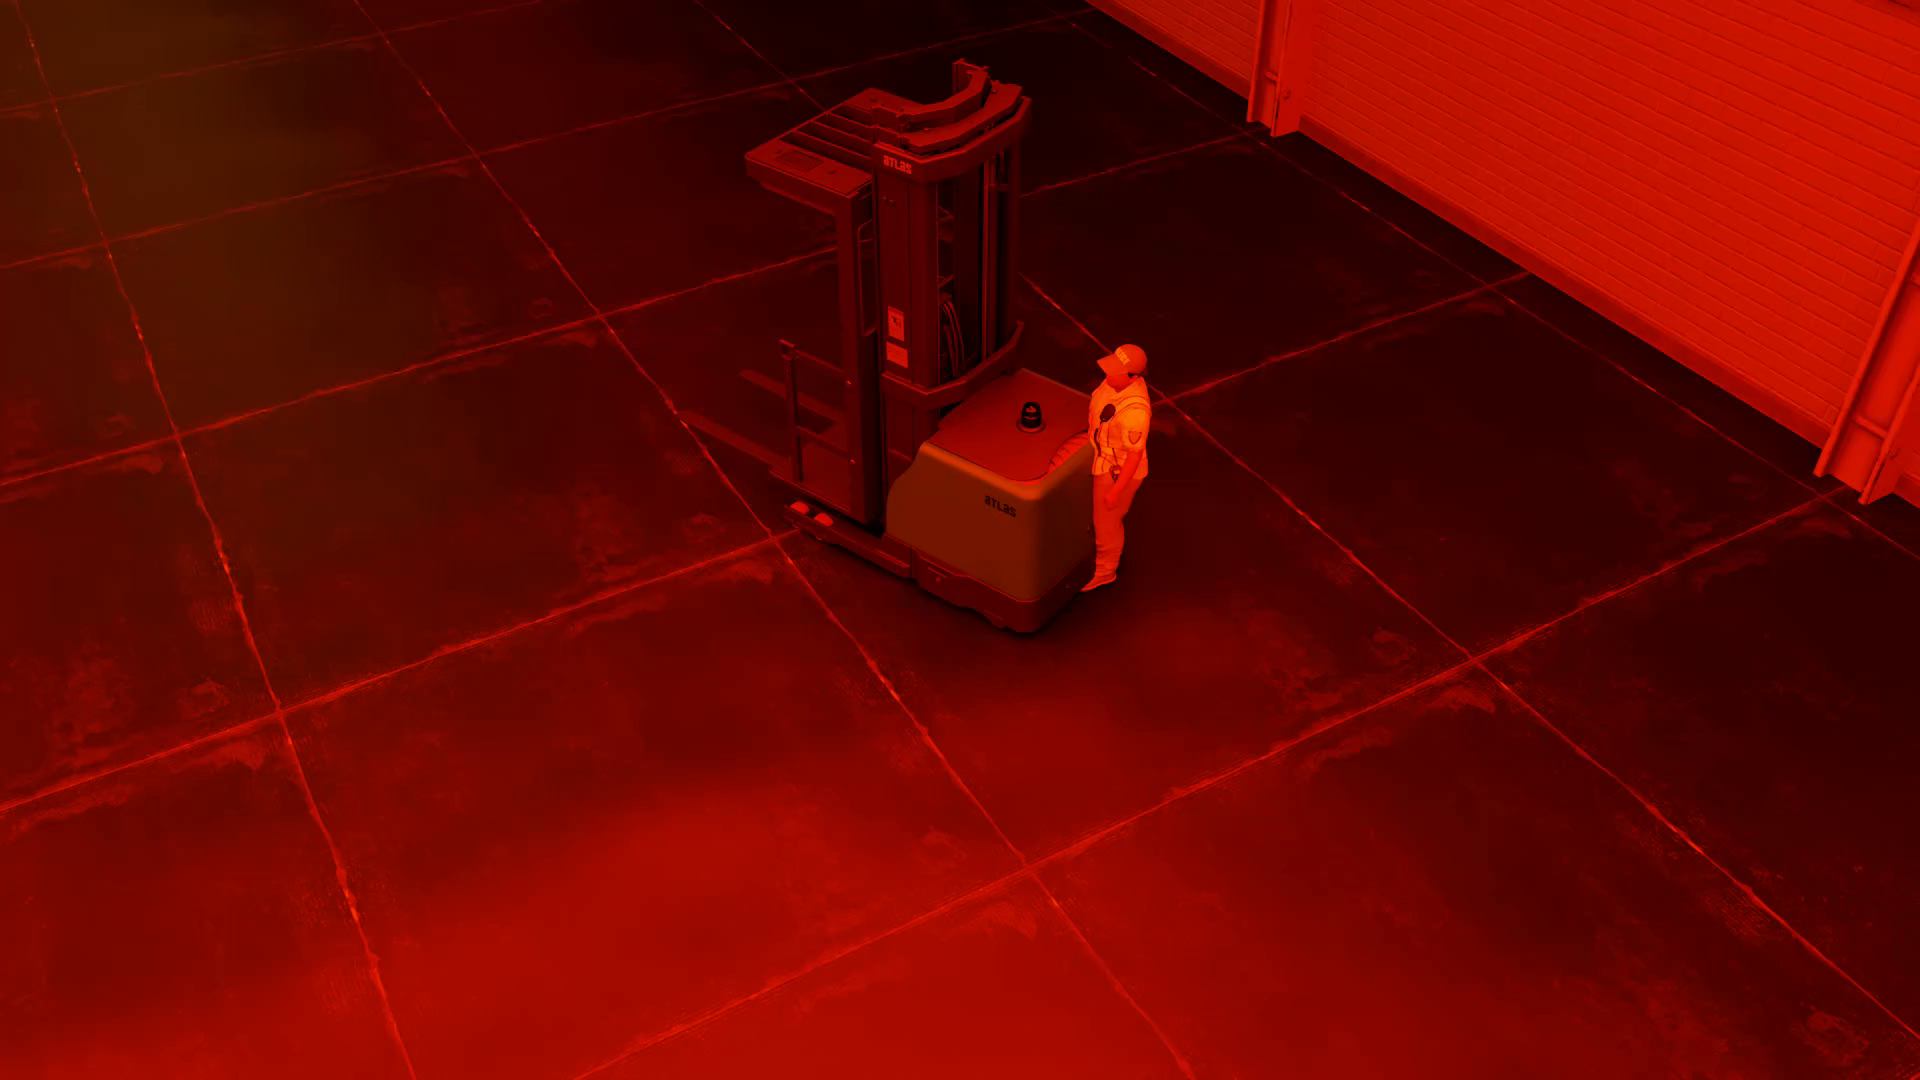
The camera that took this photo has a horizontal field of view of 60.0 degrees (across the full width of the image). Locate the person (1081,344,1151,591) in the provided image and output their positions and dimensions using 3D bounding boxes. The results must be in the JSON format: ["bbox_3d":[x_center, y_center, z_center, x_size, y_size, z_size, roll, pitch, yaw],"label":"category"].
[{"bbox_3d":[0.789,-0.423,9.526,0.529,1.670,0.598,-6,40,-7],"label":"person"}]

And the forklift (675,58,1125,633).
[{"bbox_3d":[-0.481,-1.366,9.683,3.031,2.935,1.130,26,46,28],"label":"forklift"}]
